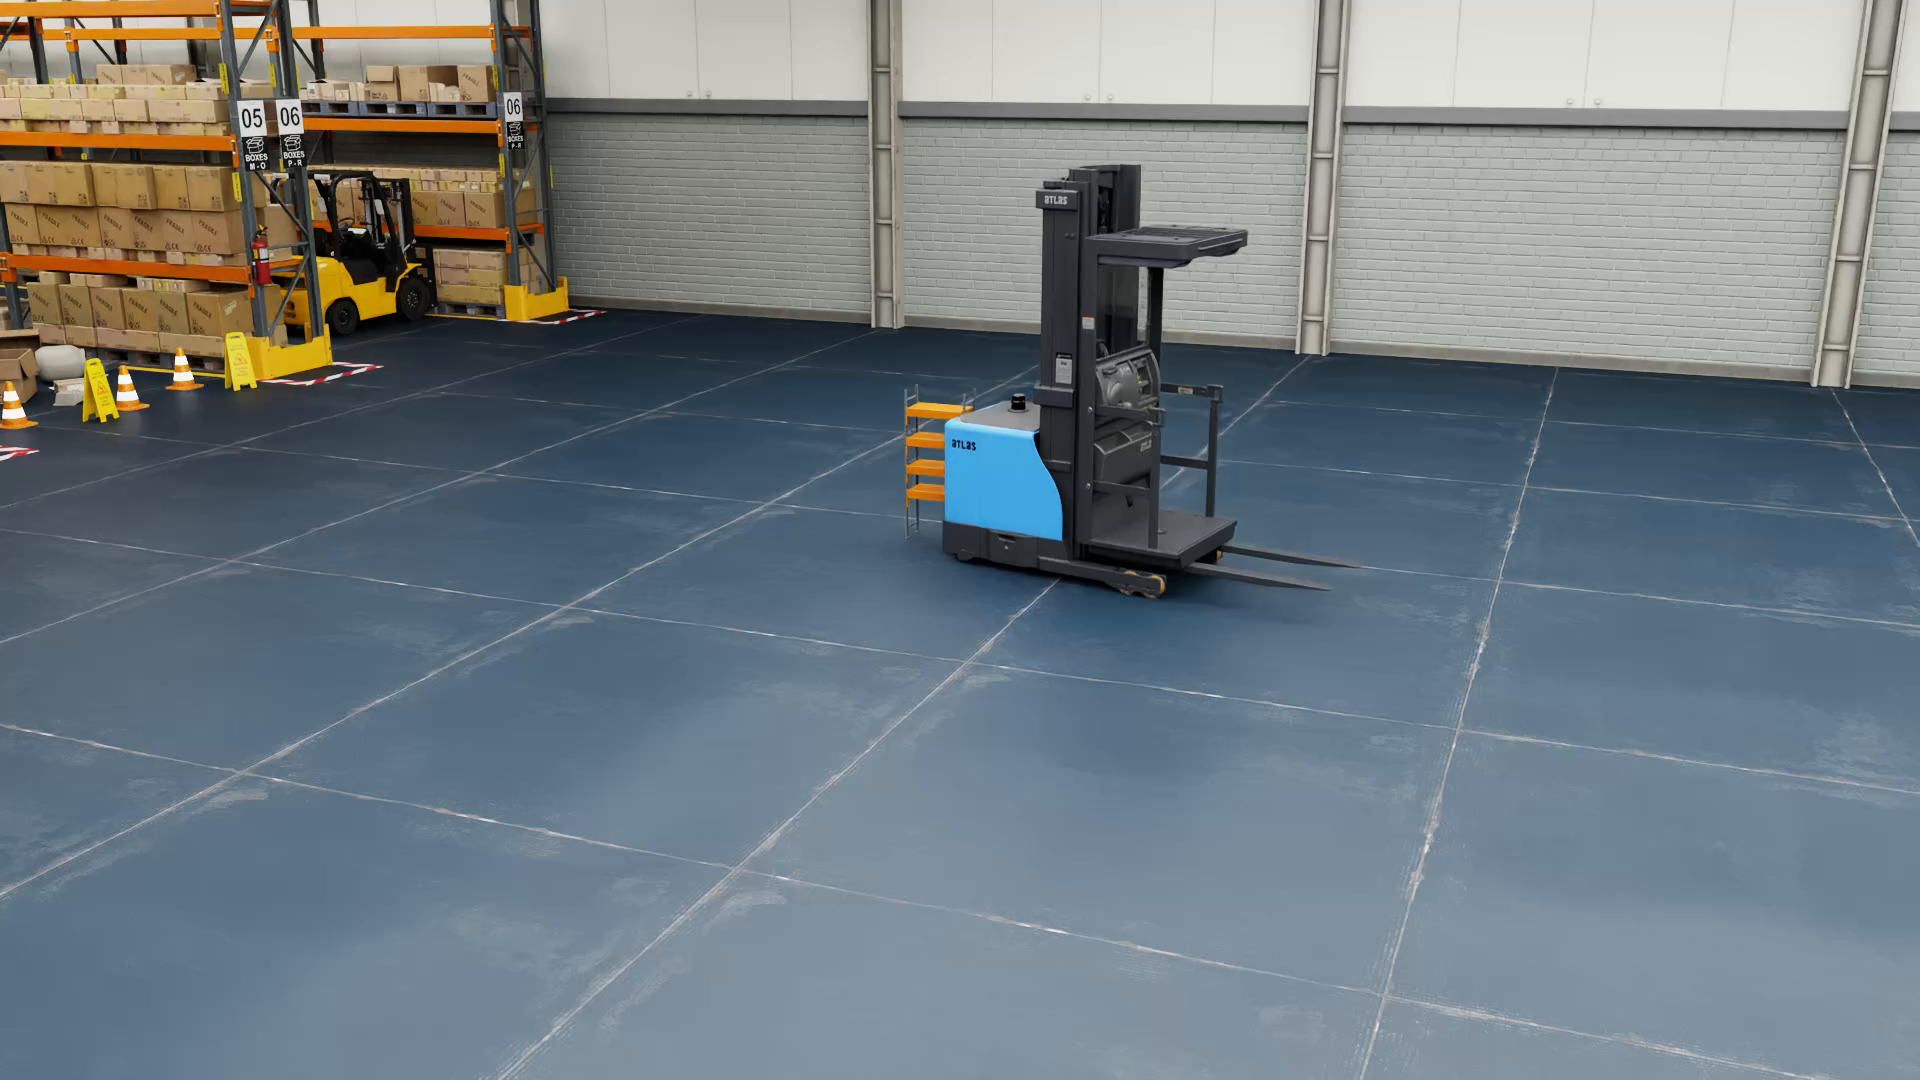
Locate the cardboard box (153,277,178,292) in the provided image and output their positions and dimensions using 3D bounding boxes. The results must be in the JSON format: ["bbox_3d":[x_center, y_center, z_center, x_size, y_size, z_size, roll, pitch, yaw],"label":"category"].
[{"bbox_3d":[-9.542,-3.112,20.181,0.250,0.149,0.380,7,17,22],"label":"cardboard box"}]

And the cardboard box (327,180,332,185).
[{"bbox_3d":[-9.311,-5.408,25.078,0.250,0.149,0.380,6,17,21],"label":"cardboard box"}]

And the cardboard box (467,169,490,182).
[{"bbox_3d":[-6.936,-5.287,24.128,0.250,0.149,0.380,6,17,21],"label":"cardboard box"}]

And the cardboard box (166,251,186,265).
[{"bbox_3d":[-9.286,-3.407,19.981,0.250,0.149,0.380,7,17,22],"label":"cardboard box"}]

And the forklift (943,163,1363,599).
[{"bbox_3d":[1.390,-1.161,11.916,3.031,2.935,1.130,10,19,31],"label":"forklift"}]

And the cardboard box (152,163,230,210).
[{"bbox_3d":[-9.126,-4.218,19.817,0.500,0.500,0.700,6,17,21],"label":"cardboard box"}]

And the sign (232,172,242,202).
[{"bbox_3d":[-8.325,-4.064,19.147,0.005,0.325,0.100,6,17,21],"label":"sign"}]

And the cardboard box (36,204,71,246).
[{"bbox_3d":[-11.041,-3.935,20.635,0.500,0.500,0.500,6,17,20],"label":"cardboard box"}]

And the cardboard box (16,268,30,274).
[{"bbox_3d":[-15.638,-4.748,27.877,0.500,0.500,0.500,6,17,19],"label":"cardboard box"}]

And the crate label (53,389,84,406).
[{"bbox_3d":[-9.821,-1.574,18.350,0.298,0.136,0.250,-2,16,-8],"label":"crate label"}]

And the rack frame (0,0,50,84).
[{"bbox_3d":[-11.823,-6.788,20.415,0.127,3.000,1.000,6,17,21],"label":"rack frame"}]

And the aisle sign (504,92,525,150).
[{"bbox_3d":[-6.331,-5.951,23.629,0.004,0.787,0.394,6,17,21],"label":"aisle sign"}]

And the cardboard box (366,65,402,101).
[{"bbox_3d":[-8.232,-6.708,24.401,0.637,0.503,0.797,7,18,22],"label":"cardboard box"}]

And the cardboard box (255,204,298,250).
[{"bbox_3d":[-8.441,-3.809,20.201,0.500,0.500,0.500,6,17,20],"label":"cardboard box"}]

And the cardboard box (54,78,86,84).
[{"bbox_3d":[-14.155,-7.265,26.459,0.250,0.149,0.380,7,18,22],"label":"cardboard box"}]

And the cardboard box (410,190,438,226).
[{"bbox_3d":[-7.795,-4.923,24.573,0.500,0.500,0.500,6,17,20],"label":"cardboard box"}]

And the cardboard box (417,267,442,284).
[{"bbox_3d":[-7.803,-3.977,24.774,0.500,0.250,0.500,6,17,19],"label":"cardboard box"}]

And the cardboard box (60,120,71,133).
[{"bbox_3d":[-10.666,-5.027,20.180,0.250,0.149,0.380,6,17,19],"label":"cardboard box"}]

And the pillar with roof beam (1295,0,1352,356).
[{"bbox_3d":[2.982,-5.627,16.417,0.400,9.000,9.100,6,17,21],"label":"pillar with roof beam"}]

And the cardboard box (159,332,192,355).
[{"bbox_3d":[-9.432,-2.447,20.400,0.500,0.250,0.500,6,17,21],"label":"cardboard box"}]

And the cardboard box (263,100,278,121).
[{"bbox_3d":[-8.472,-5.130,19.818,0.500,0.250,0.500,6,17,20],"label":"cardboard box"}]

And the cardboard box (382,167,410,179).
[{"bbox_3d":[-8.352,-5.455,24.708,0.250,0.149,0.380,6,17,21],"label":"cardboard box"}]

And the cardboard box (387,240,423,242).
[{"bbox_3d":[-8.534,-4.453,25.516,0.500,0.250,0.500,6,17,21],"label":"cardboard box"}]

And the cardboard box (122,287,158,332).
[{"bbox_3d":[-9.897,-2.859,20.476,0.500,0.500,0.500,6,17,19],"label":"cardboard box"}]

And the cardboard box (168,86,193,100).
[{"bbox_3d":[-8.995,-5.216,19.401,0.250,0.149,0.380,6,17,20],"label":"cardboard box"}]

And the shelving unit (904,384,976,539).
[{"bbox_3d":[-0.154,-0.593,13.065,0.503,1.200,0.258,6,17,21],"label":"shelving unit"}]

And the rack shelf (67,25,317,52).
[{"bbox_3d":[-11.866,-7.743,25.711,4.000,0.370,1.077,6,17,21],"label":"rack shelf"}]

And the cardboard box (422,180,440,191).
[{"bbox_3d":[-7.670,-5.212,24.404,0.250,0.149,0.380,6,17,19],"label":"cardboard box"}]

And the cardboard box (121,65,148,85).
[{"bbox_3d":[-12.636,-7.179,26.030,0.500,0.500,0.700,6,17,20],"label":"cardboard box"}]

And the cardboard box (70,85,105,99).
[{"bbox_3d":[-10.418,-5.374,19.944,0.250,0.149,0.380,6,17,20],"label":"cardboard box"}]

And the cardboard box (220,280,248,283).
[{"bbox_3d":[-11.214,-4.388,26.413,0.625,0.625,0.875,6,17,20],"label":"cardboard box"}]

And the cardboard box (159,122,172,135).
[{"bbox_3d":[-9.226,-4.878,19.665,0.250,0.149,0.380,6,17,21],"label":"cardboard box"}]

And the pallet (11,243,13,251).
[{"bbox_3d":[-12.481,-3.931,21.677,1.213,0.211,1.003,6,17,21],"label":"pallet"}]

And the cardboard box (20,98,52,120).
[{"bbox_3d":[-11.031,-5.252,20.239,0.500,0.250,0.500,6,17,20],"label":"cardboard box"}]

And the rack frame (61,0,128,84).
[{"bbox_3d":[-13.727,-8.485,26.260,0.127,3.000,1.000,6,17,21],"label":"rack frame"}]

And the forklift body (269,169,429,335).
[{"bbox_3d":[-8.718,-4.099,23.434,1.214,2.155,2.313,6,17,21],"label":"forklift body"}]

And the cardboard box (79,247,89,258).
[{"bbox_3d":[-10.659,-3.586,20.595,0.250,0.149,0.380,6,17,20],"label":"cardboard box"}]

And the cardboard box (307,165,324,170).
[{"bbox_3d":[-9.818,-5.587,25.164,0.250,0.149,0.380,7,17,22],"label":"cardboard box"}]

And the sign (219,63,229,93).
[{"bbox_3d":[-8.325,-5.222,18.811,0.005,0.325,0.100,6,17,21],"label":"sign"}]

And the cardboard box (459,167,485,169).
[{"bbox_3d":[-7.225,-5.466,24.744,0.250,0.149,0.380,6,17,21],"label":"cardboard box"}]

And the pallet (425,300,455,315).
[{"bbox_3d":[-8.142,-3.639,25.329,1.213,0.211,1.003,6,17,21],"label":"pallet"}]

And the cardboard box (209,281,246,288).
[{"bbox_3d":[-9.262,-2.948,20.781,0.500,0.500,0.500,6,17,19],"label":"cardboard box"}]

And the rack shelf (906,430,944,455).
[{"bbox_3d":[-0.154,-0.743,13.021,0.480,0.148,0.258,6,17,21],"label":"rack shelf"}]

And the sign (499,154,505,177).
[{"bbox_3d":[-6.497,-5.316,23.603,0.005,0.325,0.100,6,17,21],"label":"sign"}]

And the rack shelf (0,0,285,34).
[{"bbox_3d":[-9.963,-6.236,19.811,4.000,0.370,1.077,6,17,21],"label":"rack shelf"}]

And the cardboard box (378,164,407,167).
[{"bbox_3d":[-8.639,-5.642,25.350,0.250,0.149,0.380,6,17,20],"label":"cardboard box"}]
